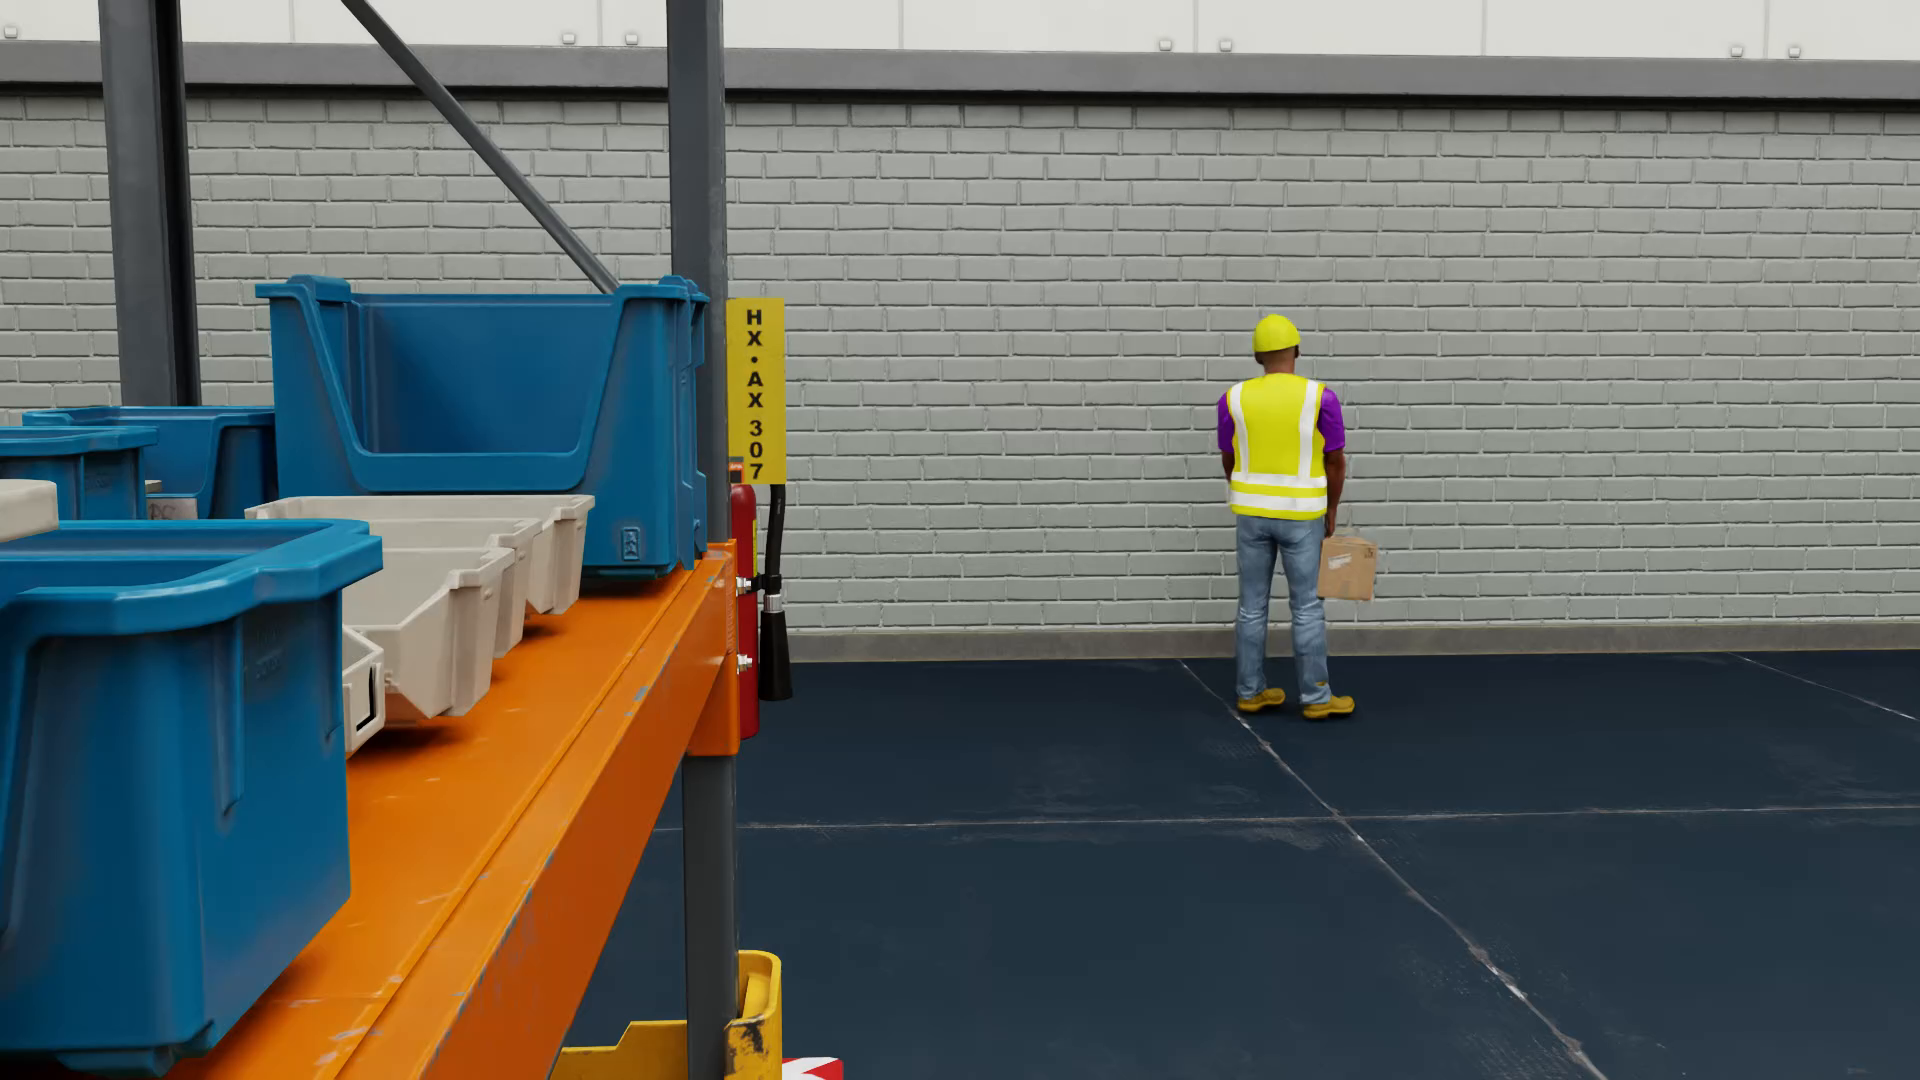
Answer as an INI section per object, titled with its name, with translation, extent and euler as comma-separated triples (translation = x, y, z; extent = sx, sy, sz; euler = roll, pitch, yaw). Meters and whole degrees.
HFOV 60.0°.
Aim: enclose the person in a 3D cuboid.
[person]
translation = 1.449, -0.106, 7.377
extent = 0.599, 1.777, 0.468
euler = 3, 7, 21
